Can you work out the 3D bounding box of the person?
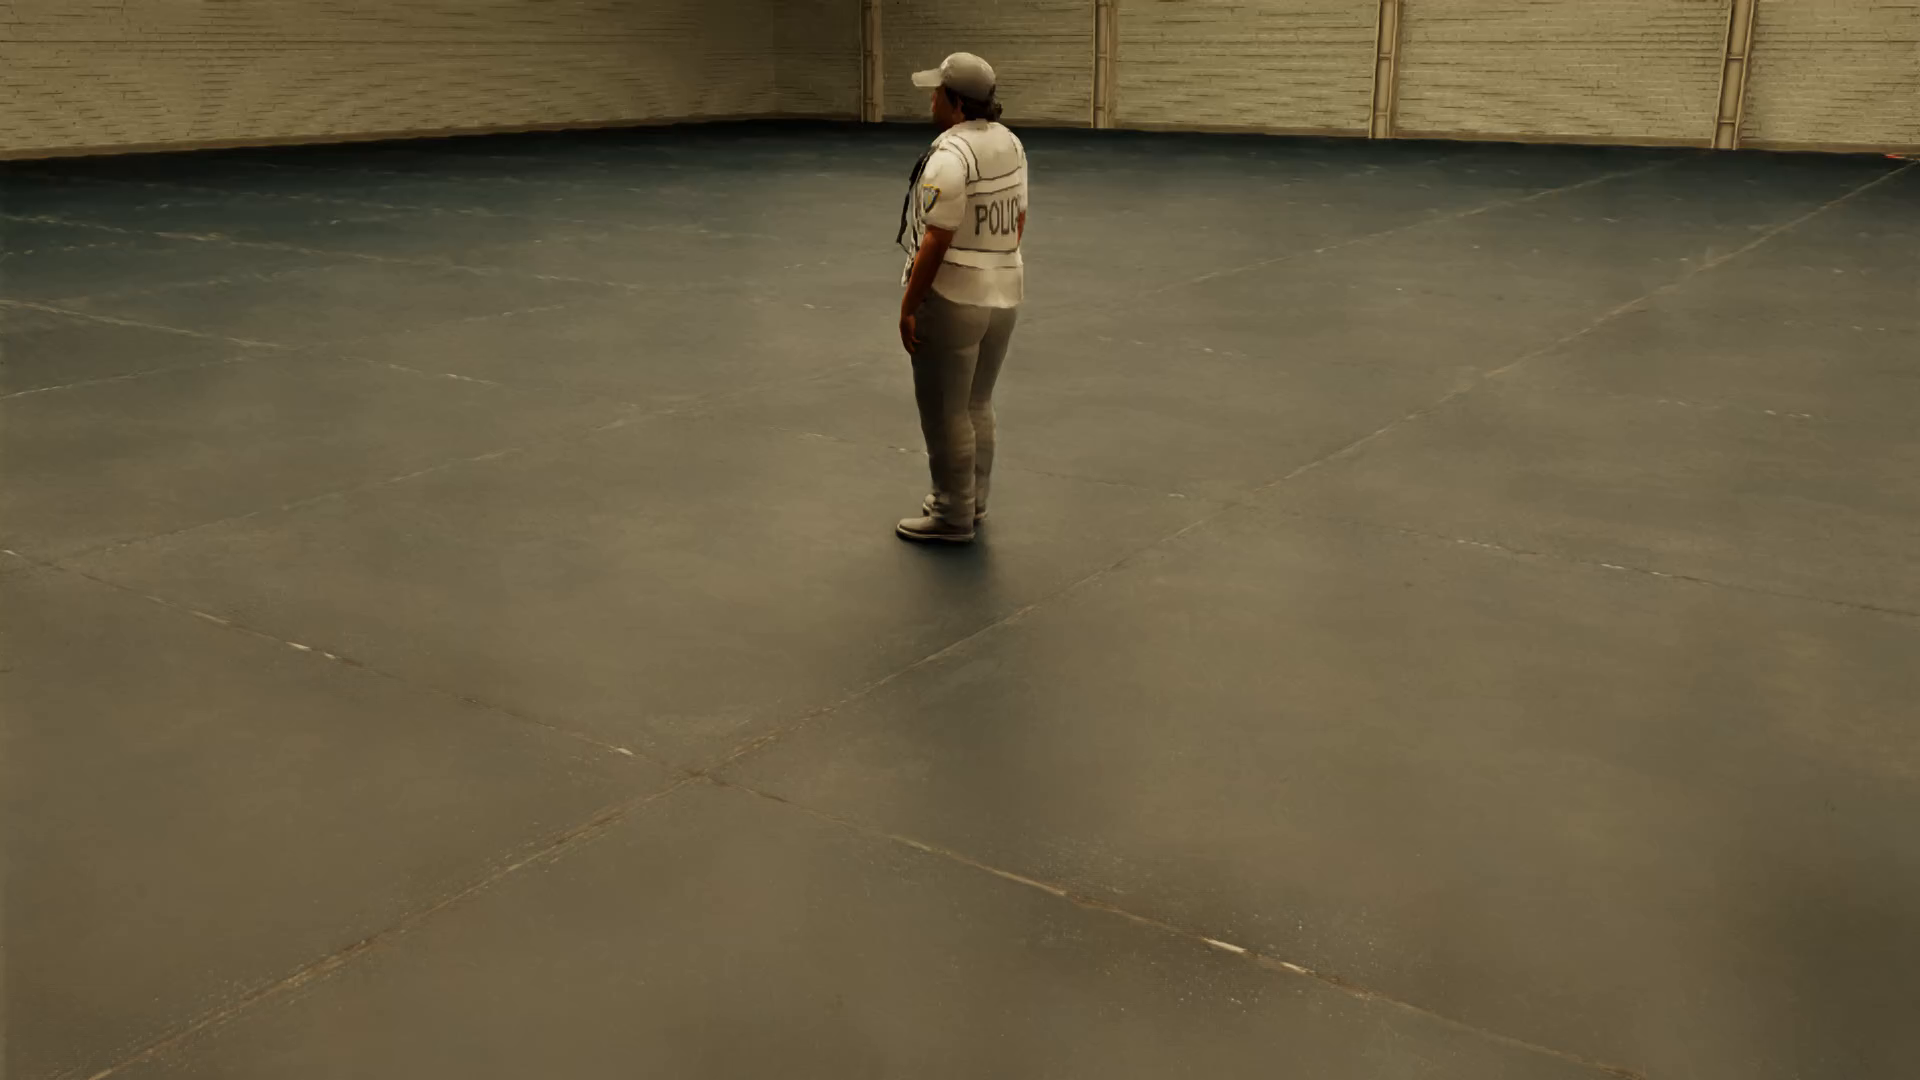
[{"bbox_3d":[-0.050,-0.823,5.767,0.529,1.669,0.598,11,20,33],"label":"person"}]
